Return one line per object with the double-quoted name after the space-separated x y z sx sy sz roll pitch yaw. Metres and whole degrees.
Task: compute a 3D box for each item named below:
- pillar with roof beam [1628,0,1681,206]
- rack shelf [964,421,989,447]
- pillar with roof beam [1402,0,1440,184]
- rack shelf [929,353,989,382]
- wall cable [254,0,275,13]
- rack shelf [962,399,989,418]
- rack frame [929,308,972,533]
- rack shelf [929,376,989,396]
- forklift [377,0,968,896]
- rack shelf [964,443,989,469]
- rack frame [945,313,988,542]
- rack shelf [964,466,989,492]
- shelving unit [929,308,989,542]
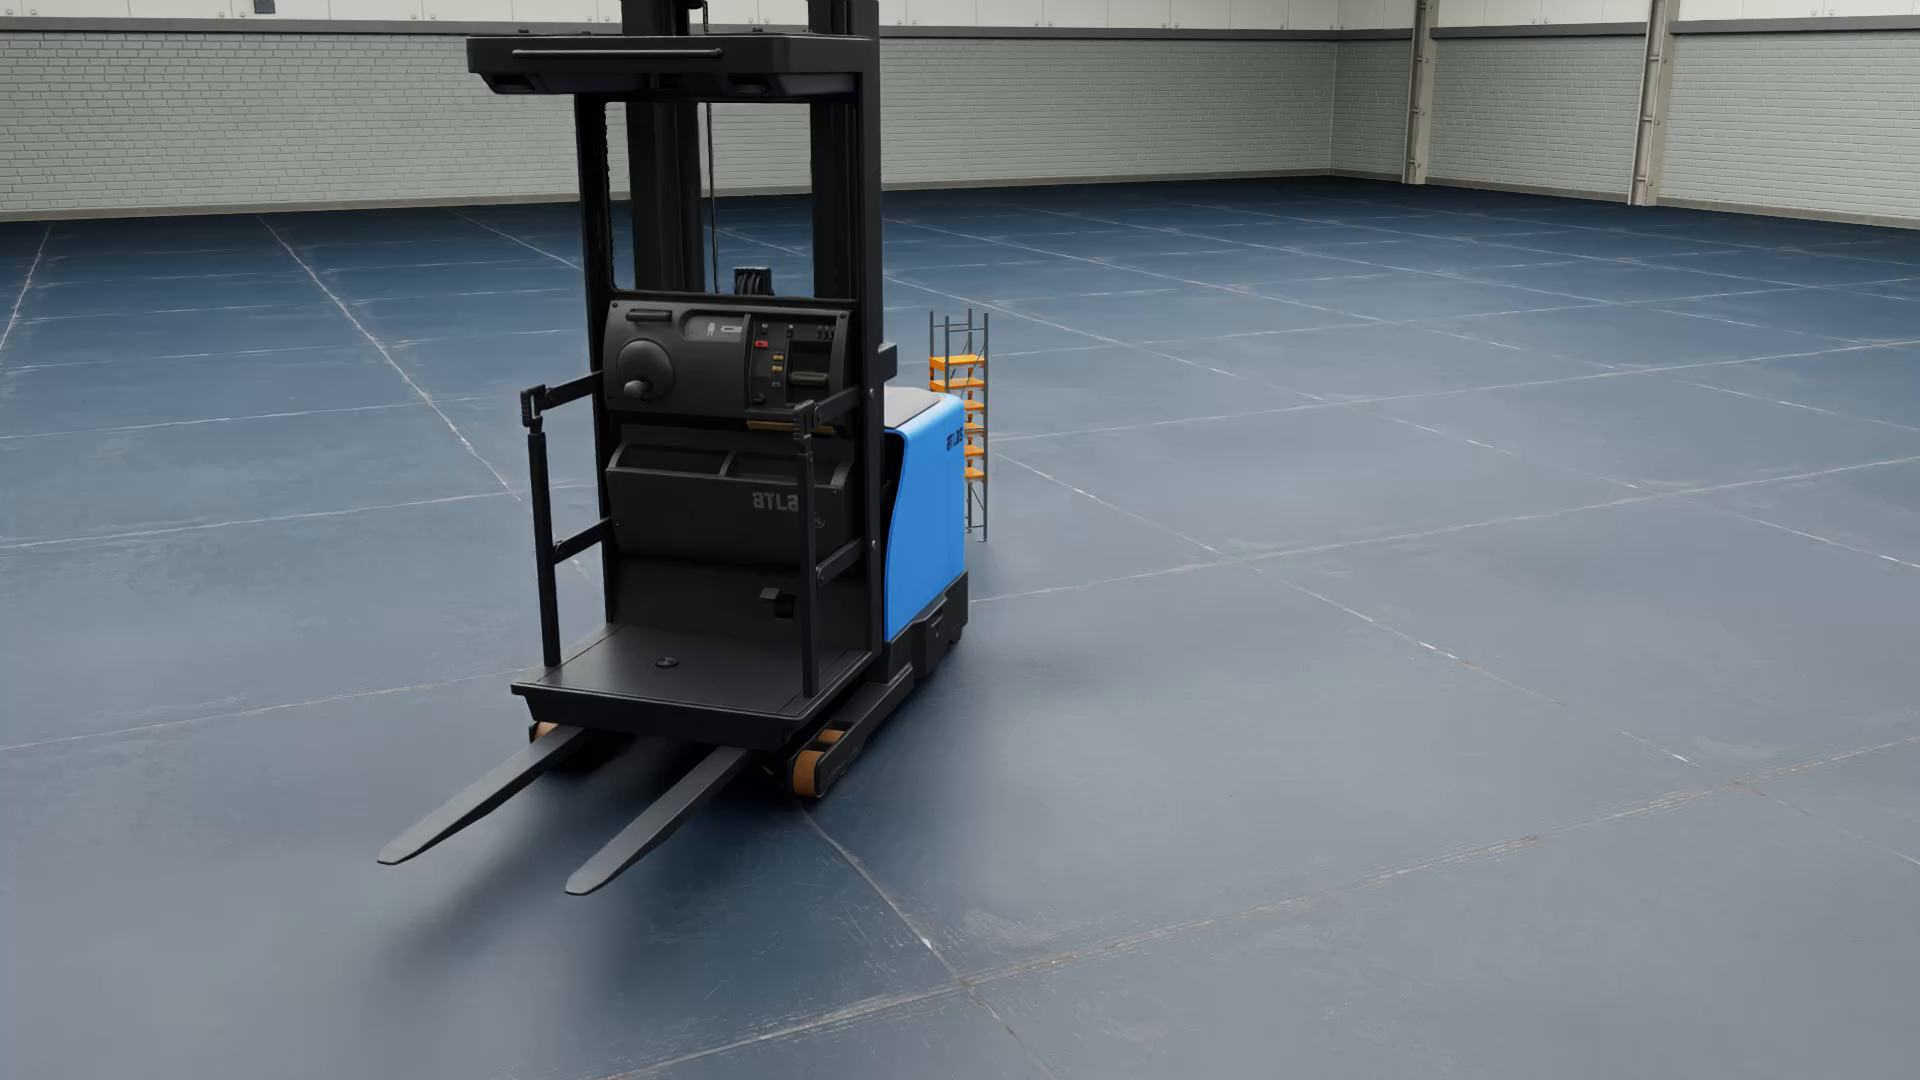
8.204 -9.737 26.369 9.100 9.000 0.400 -8 18 -25 "pillar with roof beam"
-0.006 -0.538 8.610 0.258 0.103 0.180 -8 18 -25 "rack shelf"
5.575 -11.225 31.553 9.100 9.000 0.400 -8 18 -25 "pillar with roof beam"
-0.006 -0.884 8.511 0.258 0.103 0.180 -8 18 -25 "rack shelf"
-10.432 -11.607 26.719 2.305 6.003 0.169 -8 18 -25 "wall cable"
-0.006 -0.653 8.577 0.258 0.103 0.180 -8 18 -25 "rack shelf"
-0.046 -0.603 8.677 0.240 1.200 0.006 -8 18 -25 "rack frame"
-0.006 -0.768 8.544 0.258 0.103 0.180 -8 18 -25 "rack shelf"
-0.895 -0.649 5.698 1.130 2.935 3.031 5 17 17 "forklift"
-0.006 -0.422 8.643 0.258 0.103 0.180 -8 18 -25 "rack shelf"
0.034 -0.558 8.519 0.240 1.200 0.006 -8 18 -25 "rack frame"
-0.006 -0.307 8.676 0.258 0.103 0.180 -8 18 -25 "rack shelf"
-0.006 -0.580 8.598 0.258 1.200 0.189 -8 18 -25 "shelving unit"
